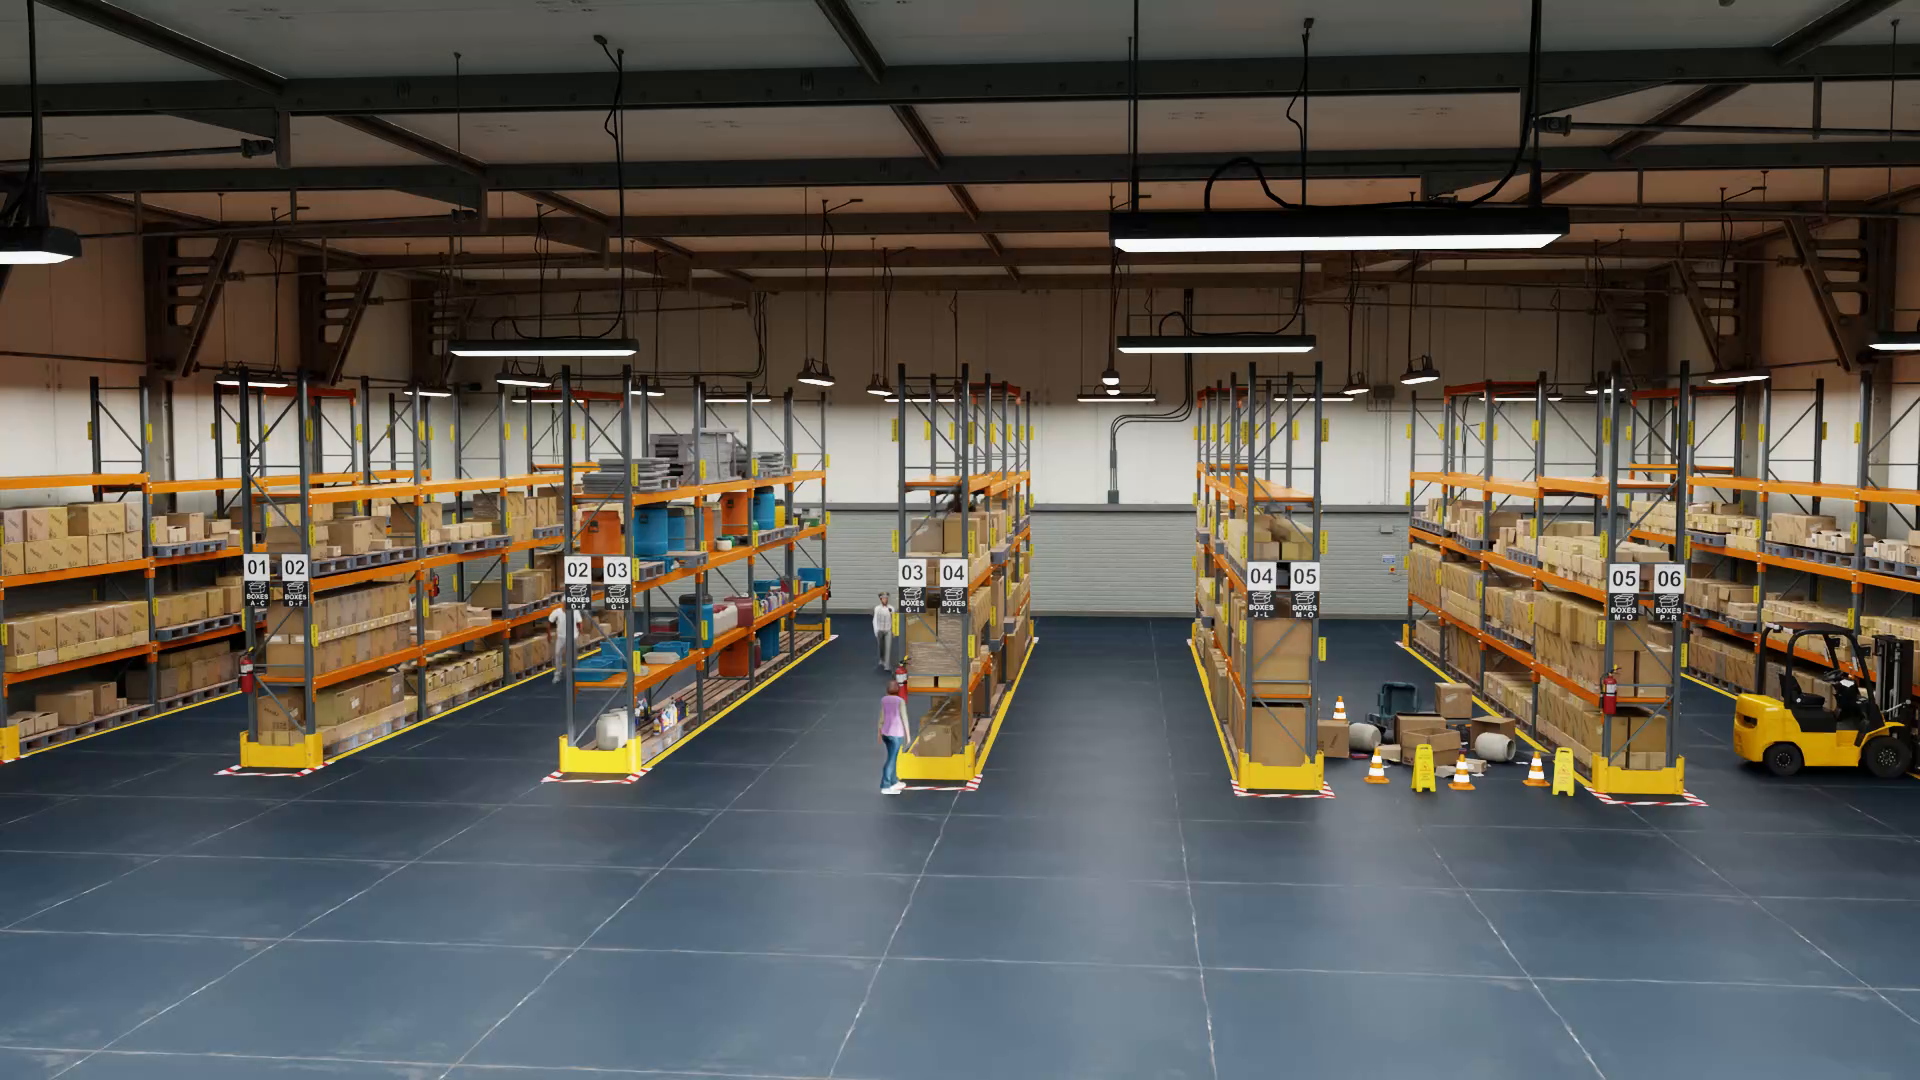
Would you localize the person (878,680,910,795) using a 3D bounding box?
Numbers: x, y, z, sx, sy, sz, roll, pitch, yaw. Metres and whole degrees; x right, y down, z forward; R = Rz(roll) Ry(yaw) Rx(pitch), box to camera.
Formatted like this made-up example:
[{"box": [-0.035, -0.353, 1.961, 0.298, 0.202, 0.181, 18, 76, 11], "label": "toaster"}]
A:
[{"box": [-0.891, 2.725, 23.195, 0.569, 1.587, 0.467, -3, 5, -37], "label": "person"}]

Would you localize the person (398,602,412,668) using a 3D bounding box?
[{"box": [-11.976, 1.841, 35.611, 0.515, 1.727, 0.857, 0, 4, 2], "label": "person"}]

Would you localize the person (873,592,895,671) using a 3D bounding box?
[{"box": [-1.597, 1.905, 35.242, 0.501, 1.628, 0.952, 0, 4, 0], "label": "person"}]

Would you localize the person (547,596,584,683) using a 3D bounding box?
[{"box": [-7.987, 1.983, 33.778, 0.808, 1.748, 0.994, 0, 4, 6], "label": "person"}]
